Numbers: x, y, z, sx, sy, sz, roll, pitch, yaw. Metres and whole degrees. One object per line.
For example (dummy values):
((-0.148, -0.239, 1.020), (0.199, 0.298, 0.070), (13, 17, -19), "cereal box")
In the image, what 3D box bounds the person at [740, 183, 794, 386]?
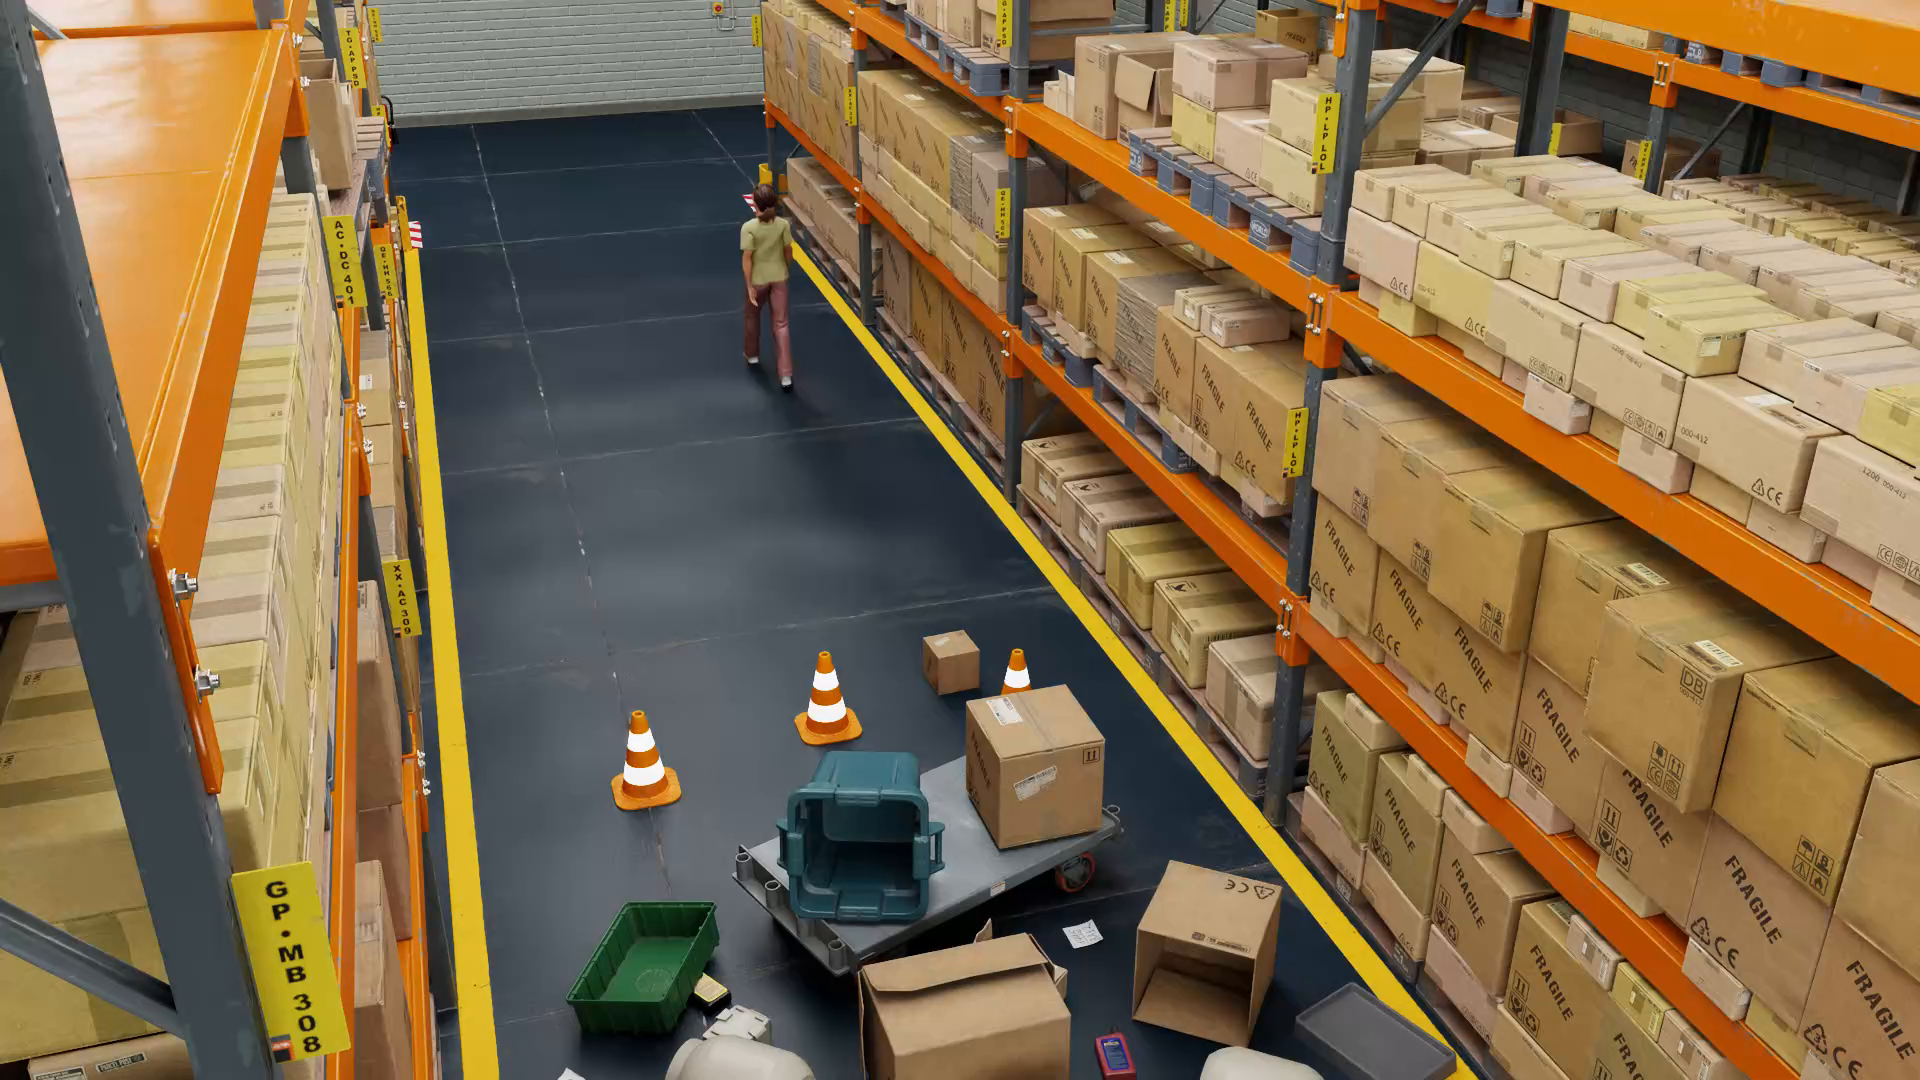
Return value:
((-1.594, -2.156, 13.676), (0.451, 1.611, 0.995), (-8, 27, -15), "person")
